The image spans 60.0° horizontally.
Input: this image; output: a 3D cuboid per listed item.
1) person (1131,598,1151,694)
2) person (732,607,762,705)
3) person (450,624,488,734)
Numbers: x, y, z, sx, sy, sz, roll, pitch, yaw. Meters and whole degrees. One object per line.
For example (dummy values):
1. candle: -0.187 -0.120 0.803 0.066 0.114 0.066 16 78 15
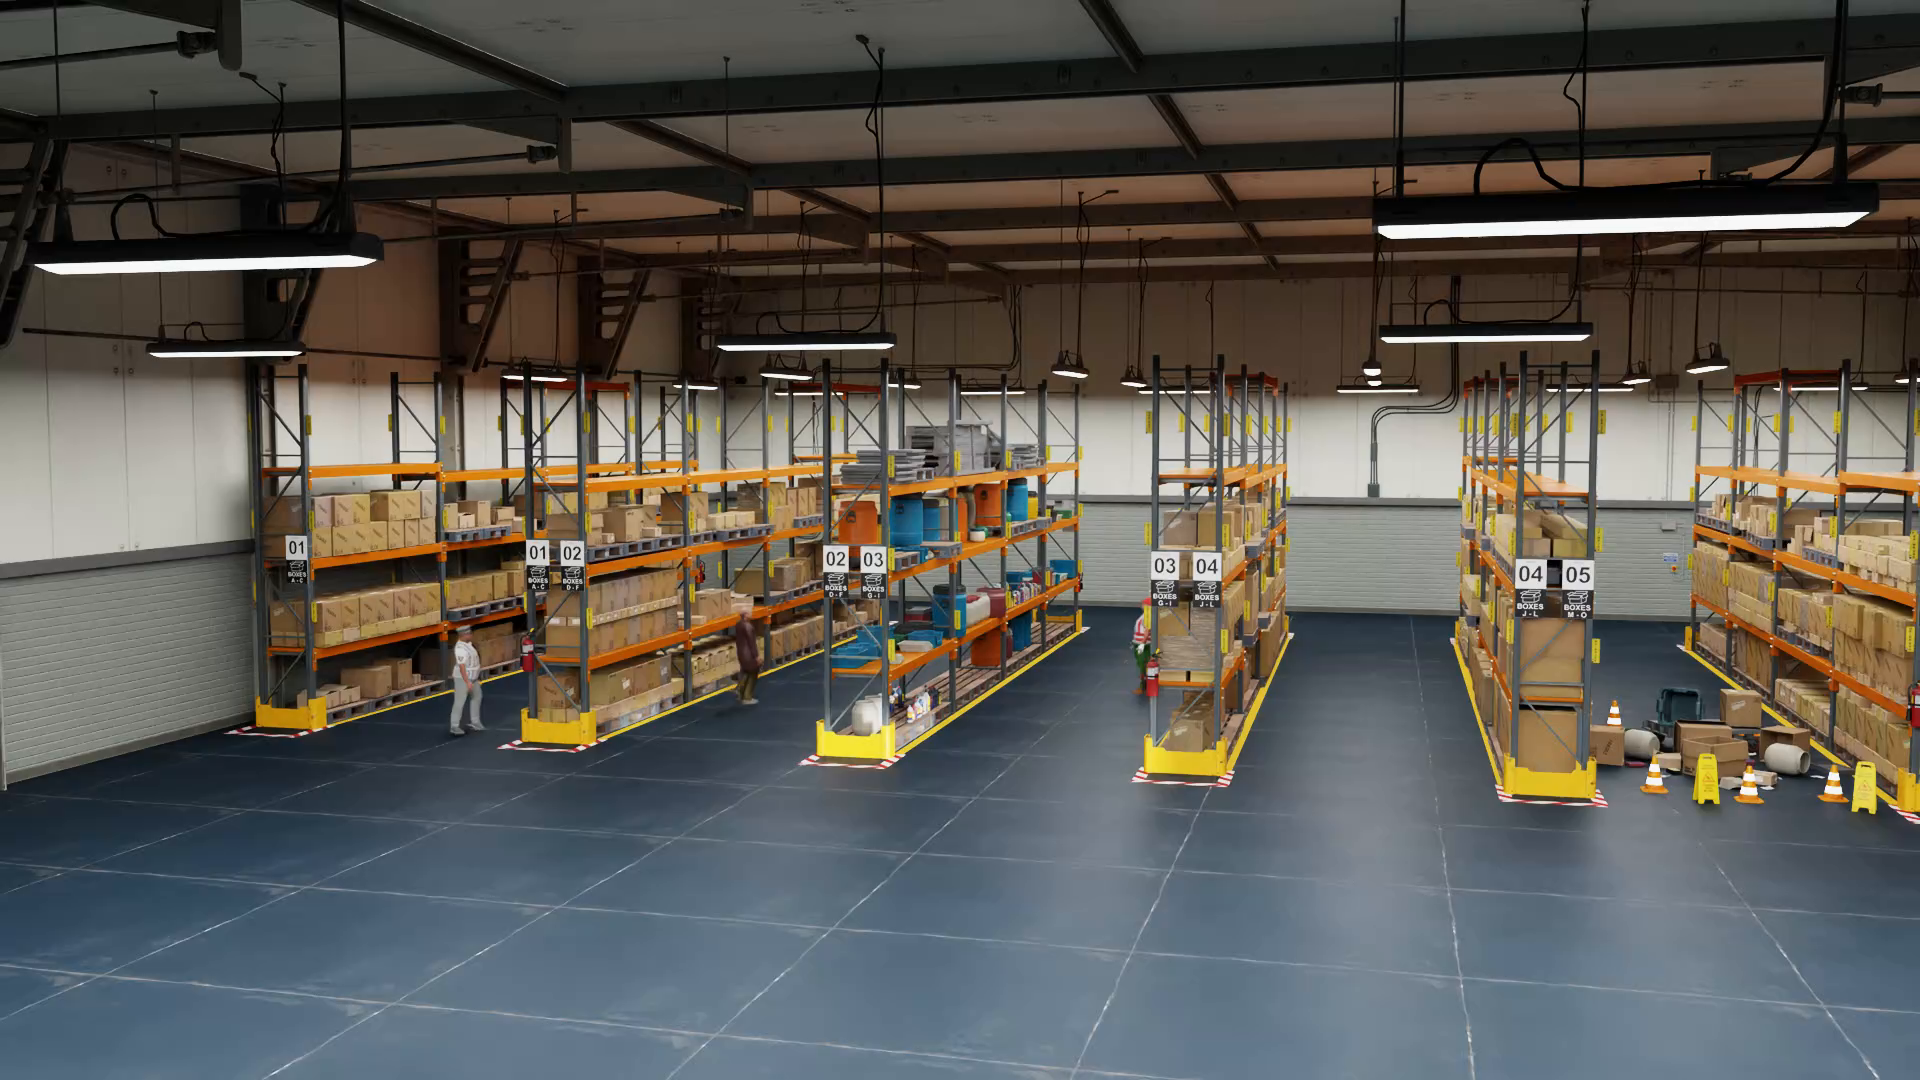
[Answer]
1. person: 3.411 1.971 31.198 0.518 1.788 0.581 -2 4 -24
2. person: -3.778 2.068 29.532 0.519 1.787 0.598 -3 5 -40
3. person: -8.034 2.280 27.107 0.456 1.825 0.676 1 4 10
